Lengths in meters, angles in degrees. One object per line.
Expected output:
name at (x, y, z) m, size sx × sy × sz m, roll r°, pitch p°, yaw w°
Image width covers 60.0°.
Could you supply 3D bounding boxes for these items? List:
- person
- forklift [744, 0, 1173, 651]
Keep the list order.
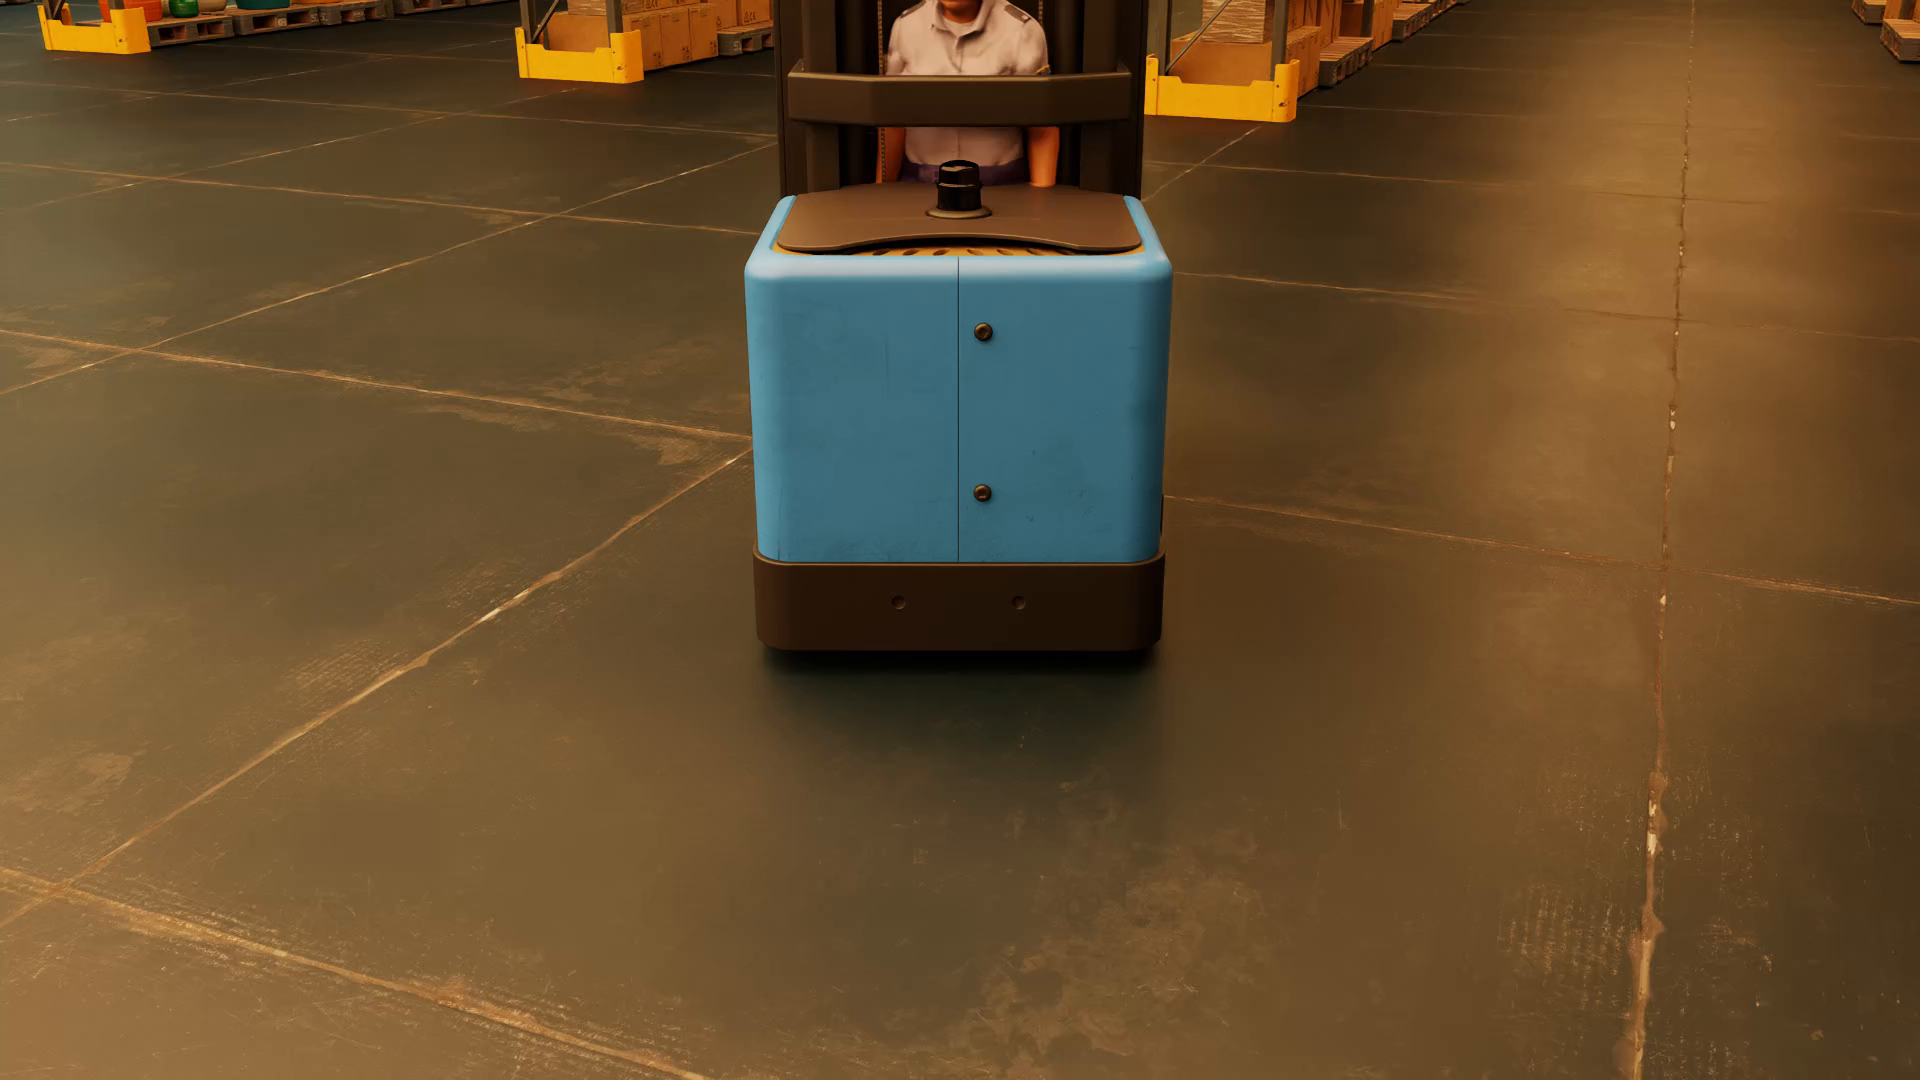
person at (-0.007, -0.898, 4.687) m, size 0.561 × 1.651 × 0.372 m, roll 7°, pitch 24°, yaw 17°
forklift at (0.002, -1.587, 5.089) m, size 1.130 × 2.935 × 3.031 m, roll 0°, pitch 23°, yaw 0°
